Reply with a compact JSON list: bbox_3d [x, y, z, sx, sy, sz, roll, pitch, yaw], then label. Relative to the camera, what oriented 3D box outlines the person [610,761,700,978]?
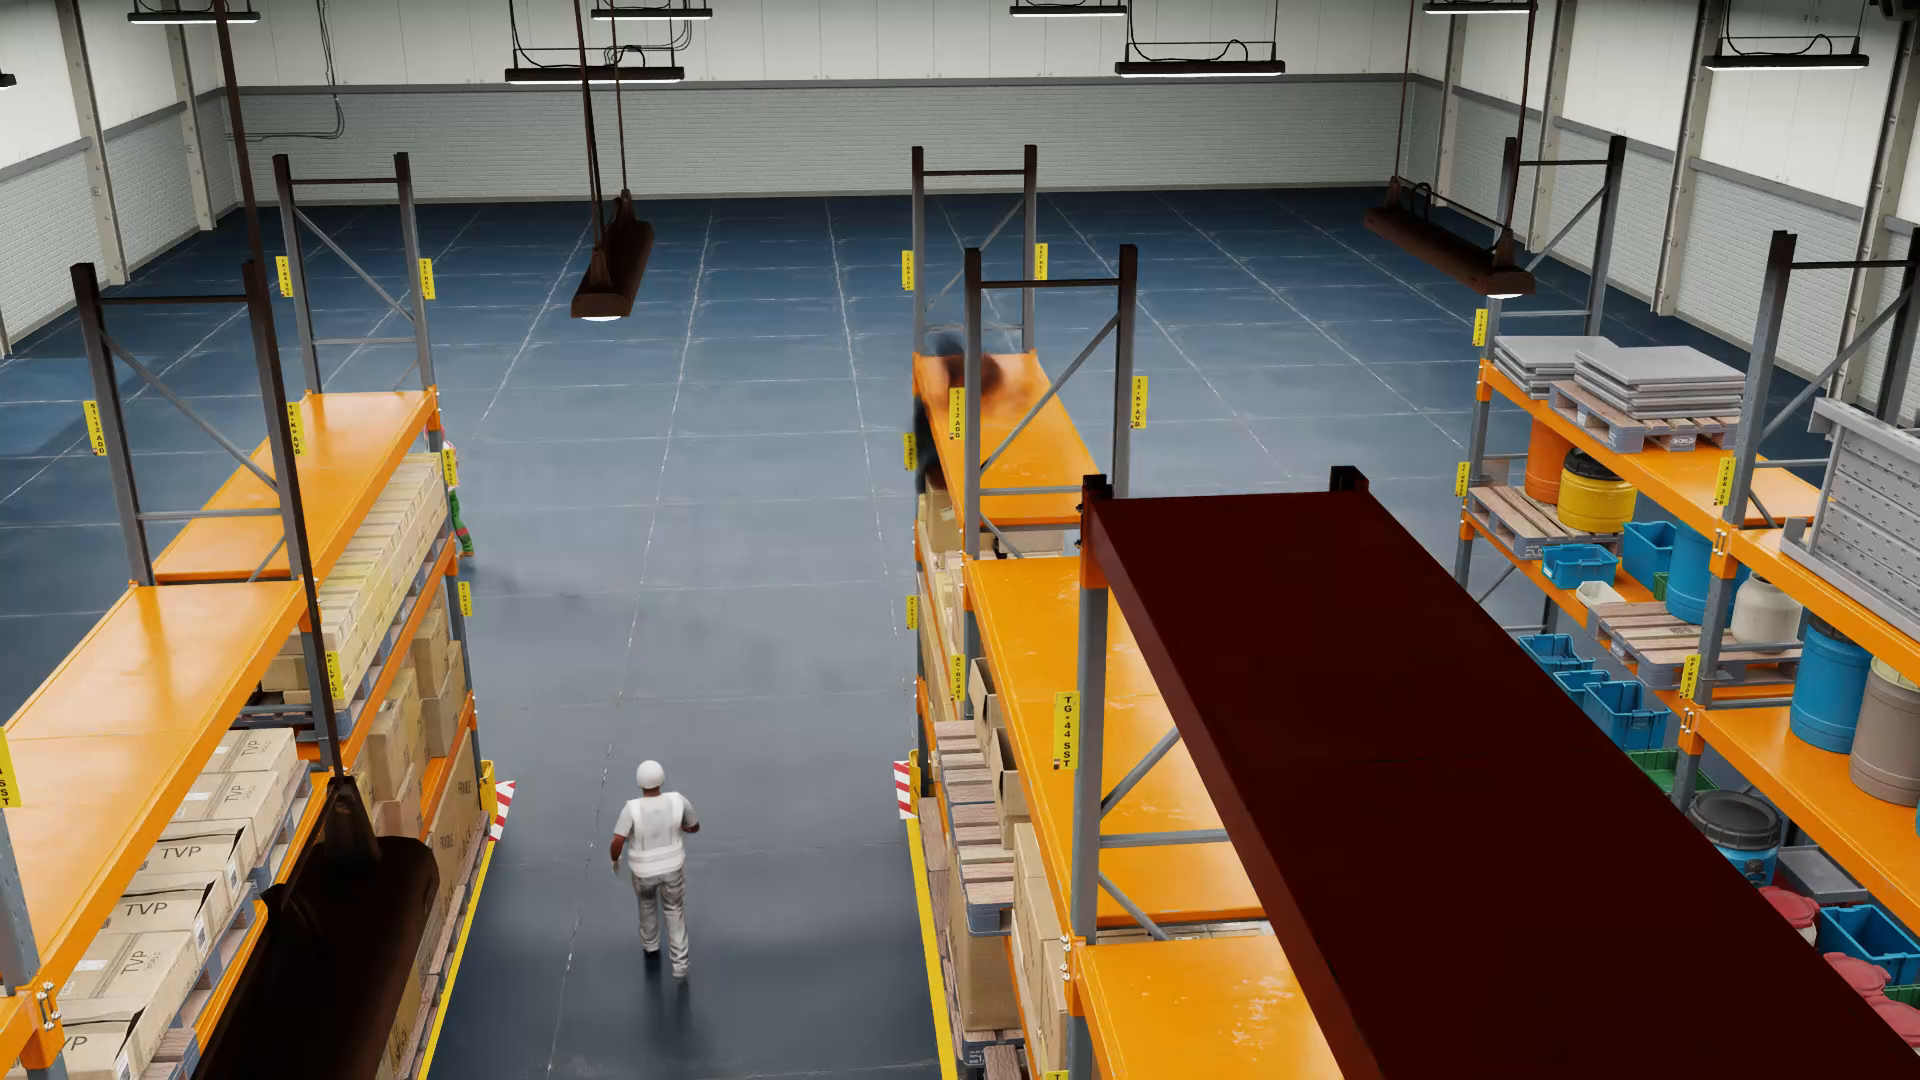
[{"bbox_3d":[-2.329,2.543,12.799,0.706,1.841,0.826,-6,22,-16],"label":"person"}]

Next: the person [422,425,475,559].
[{"bbox_3d":[-6.436,-0.585,20.712,0.795,1.840,0.633,13,25,29],"label":"person"}]

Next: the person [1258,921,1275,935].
[{"bbox_3d":[1.985,2.992,11.719,0.651,1.725,0.583,-4,22,-9],"label":"person"}]
